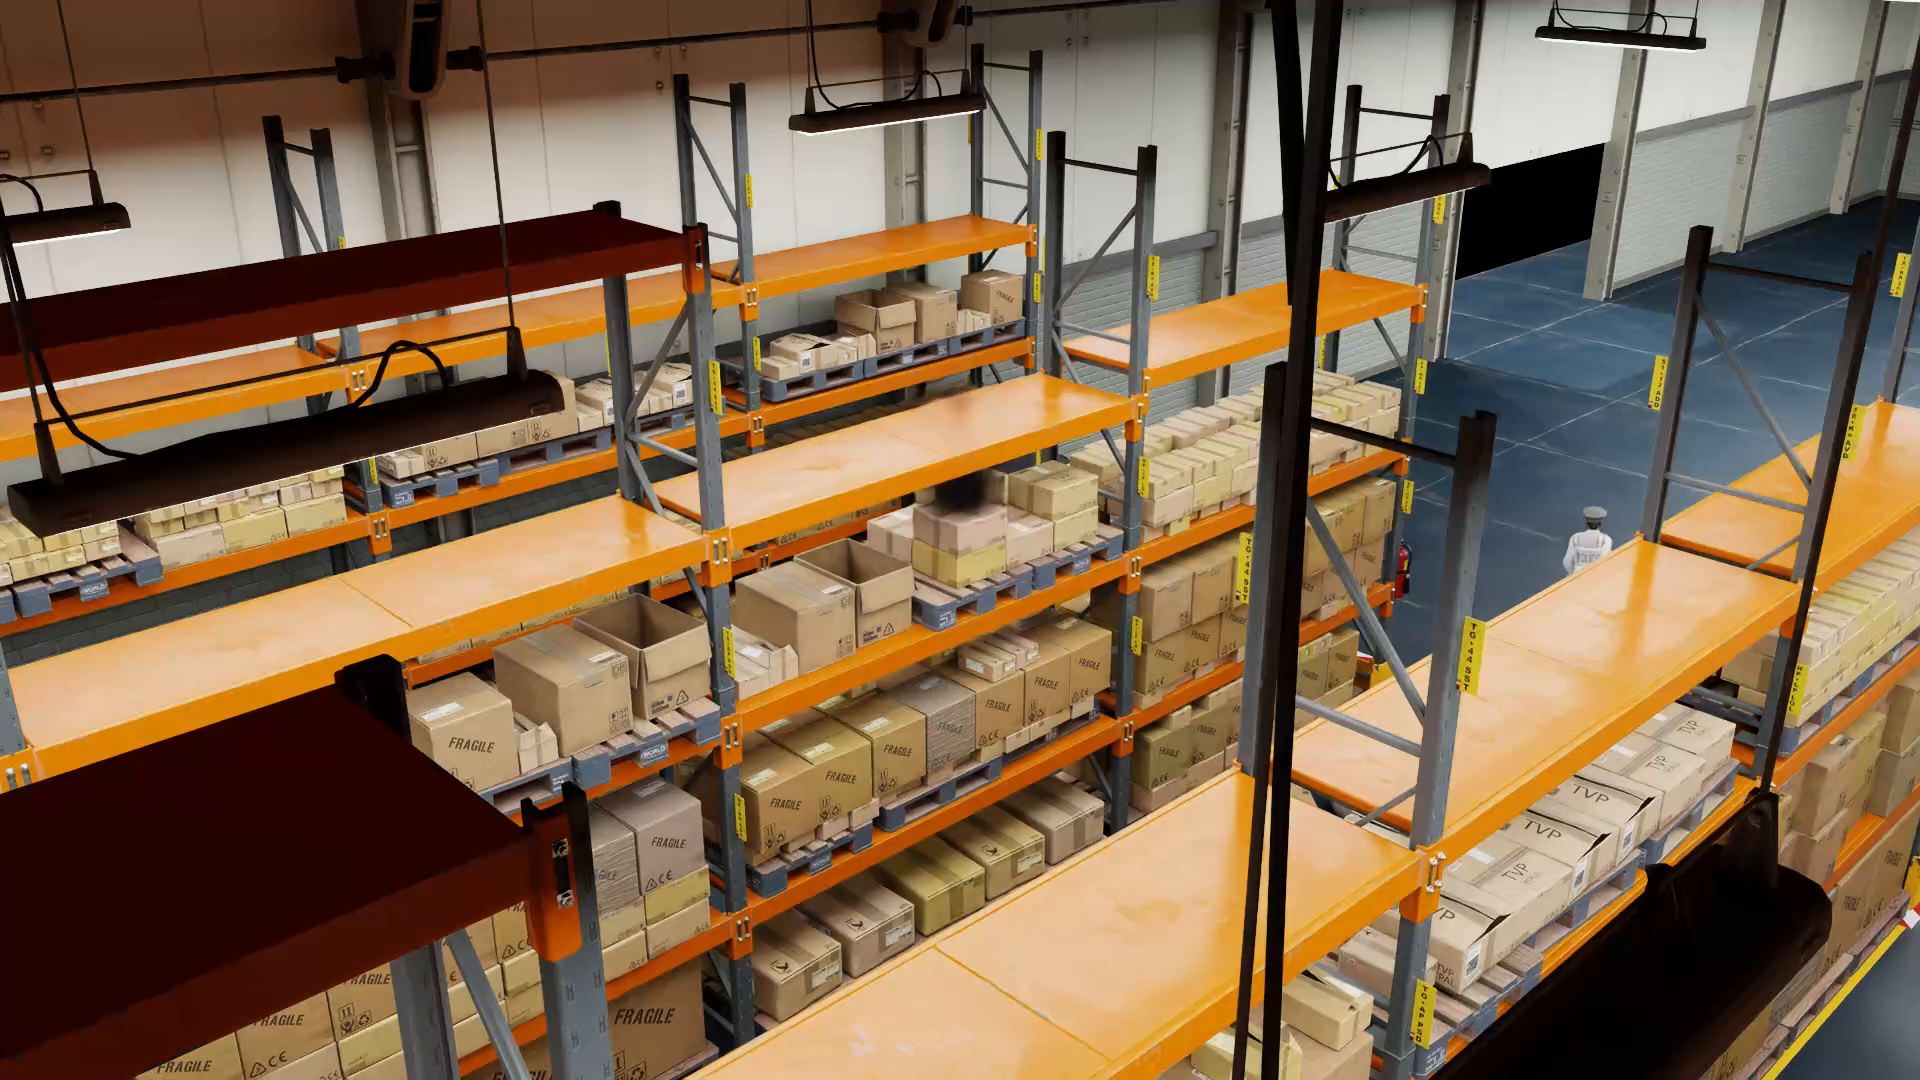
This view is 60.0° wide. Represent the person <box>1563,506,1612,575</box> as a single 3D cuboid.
[{"bbox_3d":[6.605,0.505,17.575,0.553,1.637,0.789,12,25,26],"label":"person"}]
